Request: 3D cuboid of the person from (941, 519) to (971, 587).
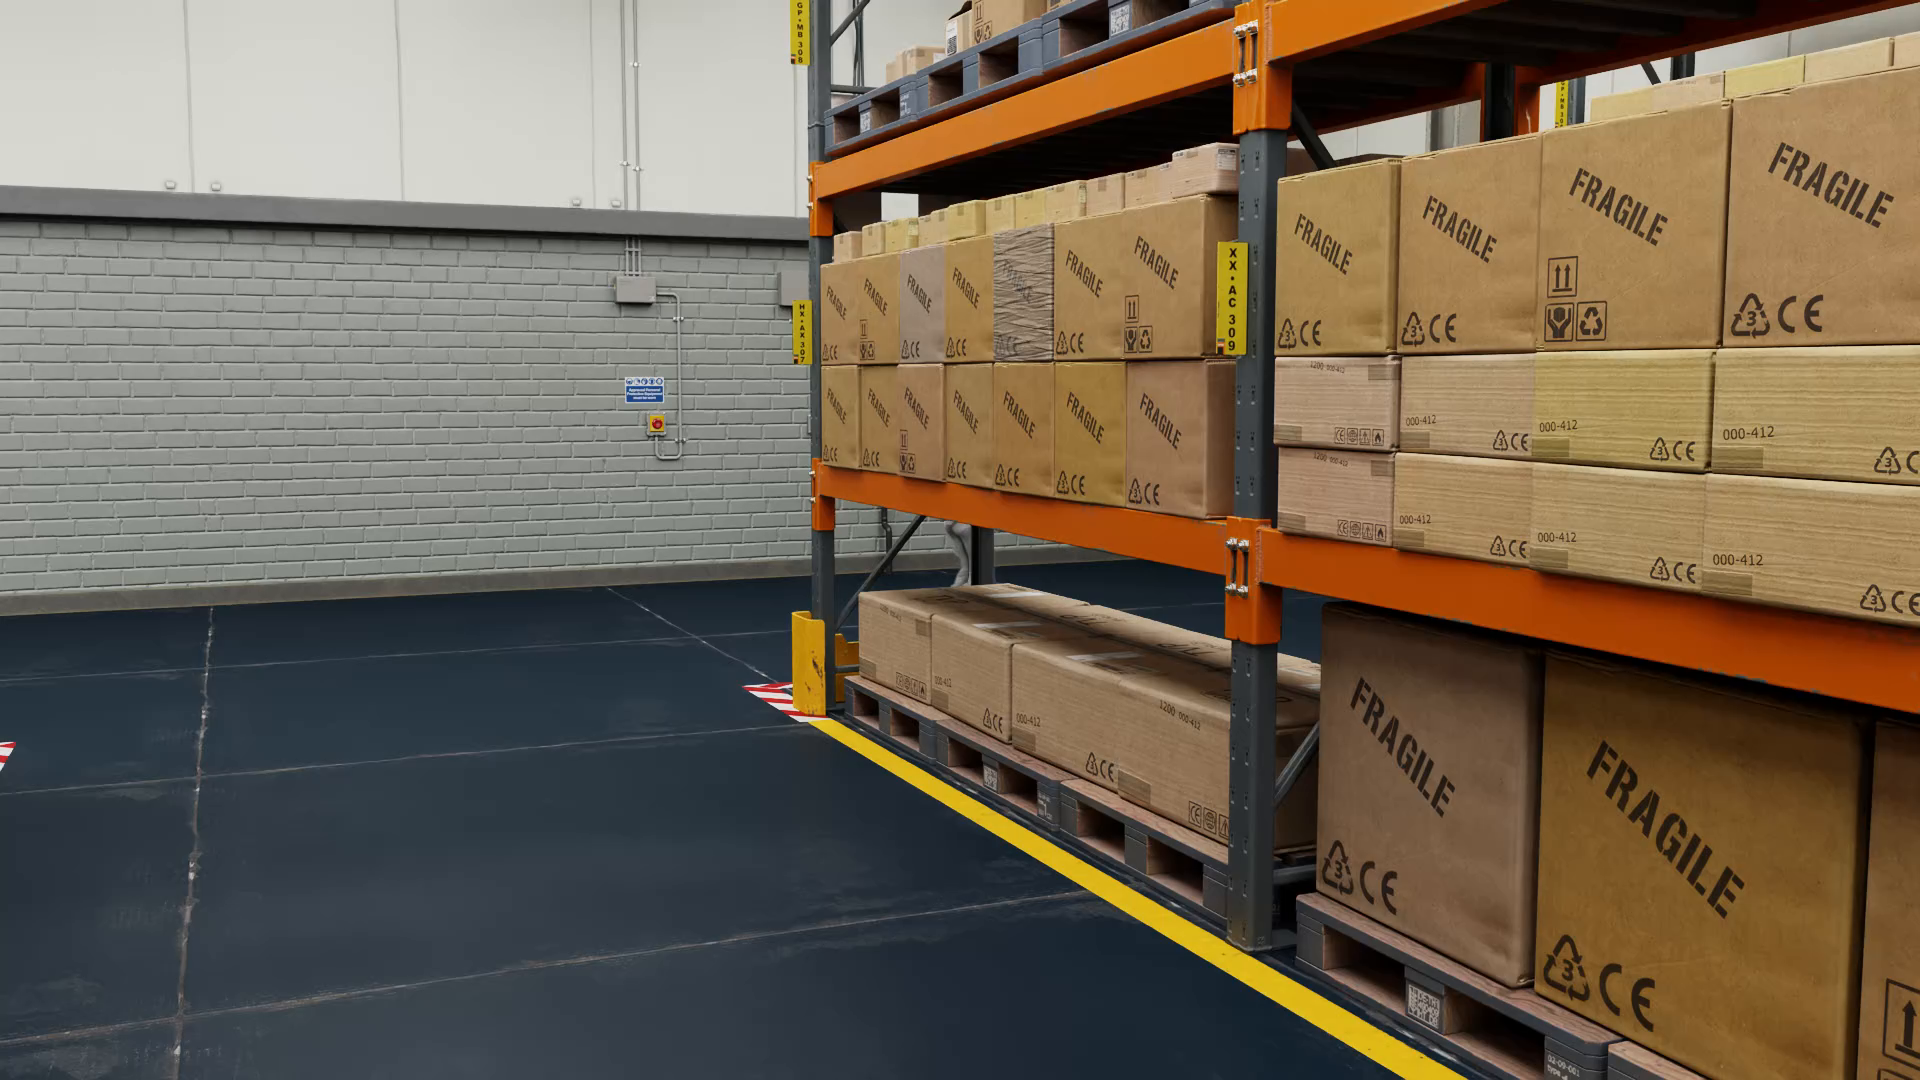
[{"bbox_3d":[0.051,-0.111,11.096,0.353,1.556,0.420,-2,6,-22],"label":"person"}]
